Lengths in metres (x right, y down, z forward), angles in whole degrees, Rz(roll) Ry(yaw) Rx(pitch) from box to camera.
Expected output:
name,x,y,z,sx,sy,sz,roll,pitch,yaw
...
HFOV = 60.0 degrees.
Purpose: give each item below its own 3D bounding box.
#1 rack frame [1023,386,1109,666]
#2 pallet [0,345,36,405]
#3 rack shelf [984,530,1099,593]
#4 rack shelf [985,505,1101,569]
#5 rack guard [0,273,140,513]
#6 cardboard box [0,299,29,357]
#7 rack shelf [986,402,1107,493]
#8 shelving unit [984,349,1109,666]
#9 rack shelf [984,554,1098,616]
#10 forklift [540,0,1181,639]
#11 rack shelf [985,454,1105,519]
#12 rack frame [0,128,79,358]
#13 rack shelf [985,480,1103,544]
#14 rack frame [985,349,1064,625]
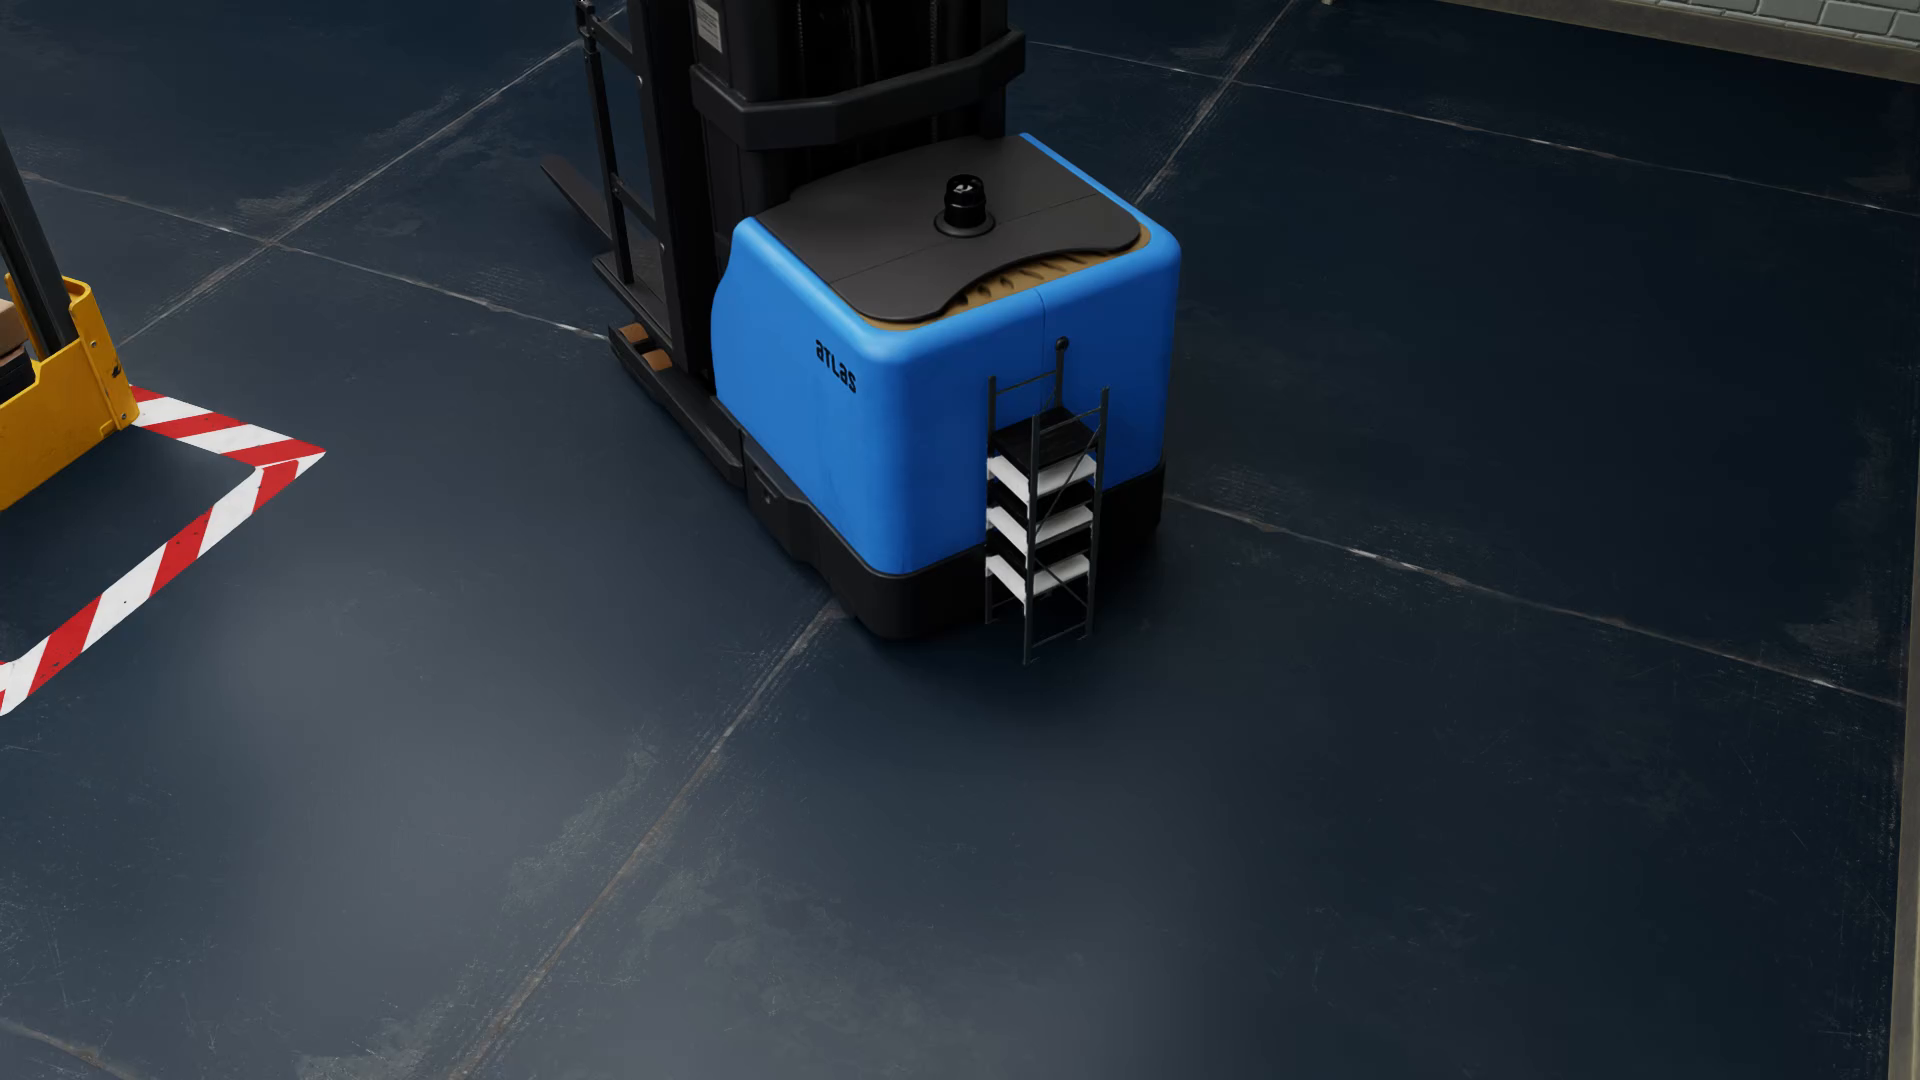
name,x,y,z,sx,sy,sz,roll,pitch,yaw
rack frame,0.287,-0.017,4.583,0.240,0.900,0.006,-23,46,-24
pallet,-3.940,-0.448,5.606,1.213,0.211,1.003,17,44,19
rack shelf,0.232,0.020,4.728,0.258,0.077,0.200,-23,46,-24
rack shelf,0.232,-0.048,4.669,0.258,0.077,0.200,-23,46,-24
rack guard,-3.217,-0.337,5.257,0.348,0.500,1.175,17,44,19
cardboard box,-3.383,-0.670,5.573,0.250,0.149,0.380,17,44,19
rack shelf,0.232,-0.252,4.492,0.258,0.077,0.200,-23,46,-24
shelving unit,0.232,-0.073,4.647,0.258,0.900,0.210,-23,46,-24
rack shelf,0.232,0.088,4.787,0.258,0.077,0.200,-23,46,-24
forklift,-0.590,-1.759,5.041,1.130,2.935,3.031,-23,46,-24
rack shelf,0.232,-0.184,4.551,0.258,0.077,0.200,-23,46,-24
rack frame,-3.148,-1.261,4.414,0.127,3.000,1.000,17,44,19
rack shelf,0.232,-0.116,4.610,0.258,0.077,0.200,-23,46,-24
rack frame,0.177,-0.129,4.712,0.240,0.900,0.006,-23,46,-24
